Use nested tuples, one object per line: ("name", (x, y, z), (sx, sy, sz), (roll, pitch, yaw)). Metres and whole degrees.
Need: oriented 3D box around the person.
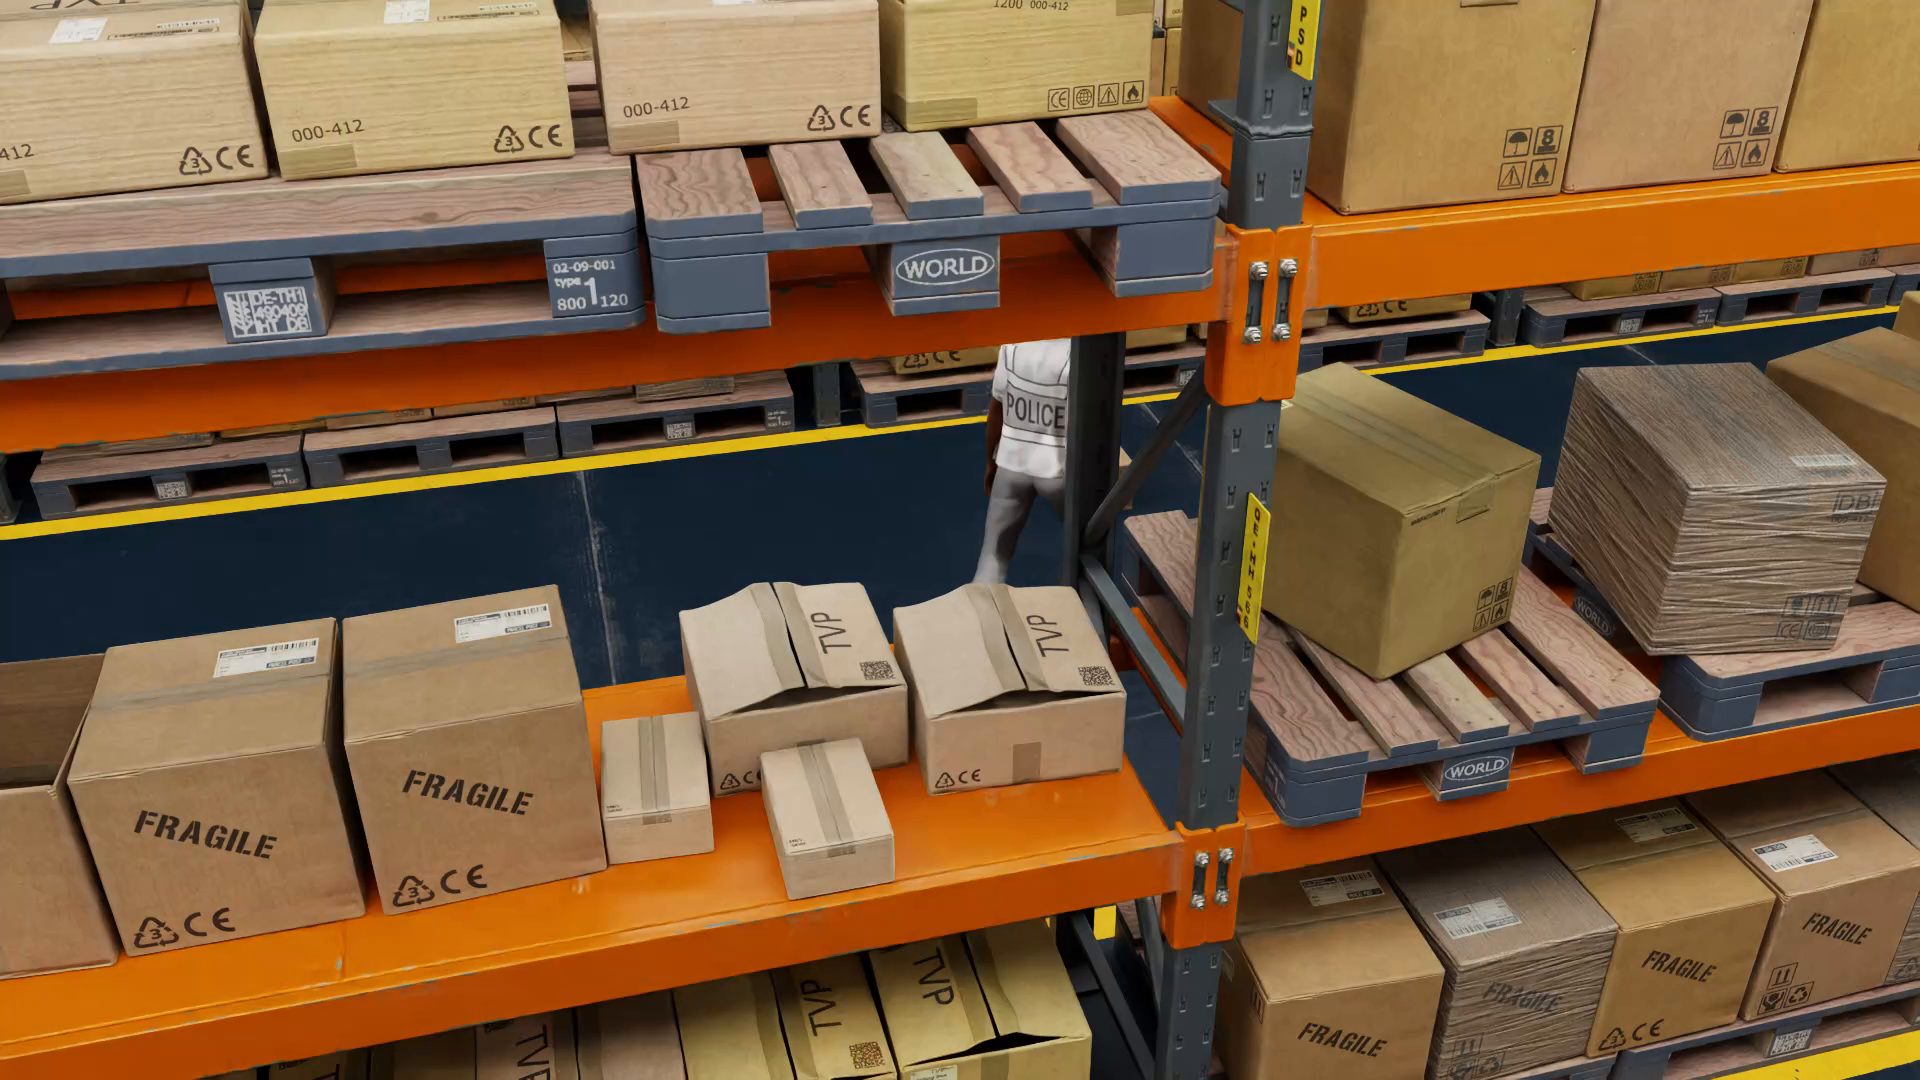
("person", (0.276, -0.250, 6.569), (0.510, 1.606, 0.904), (12, 33, 20))
